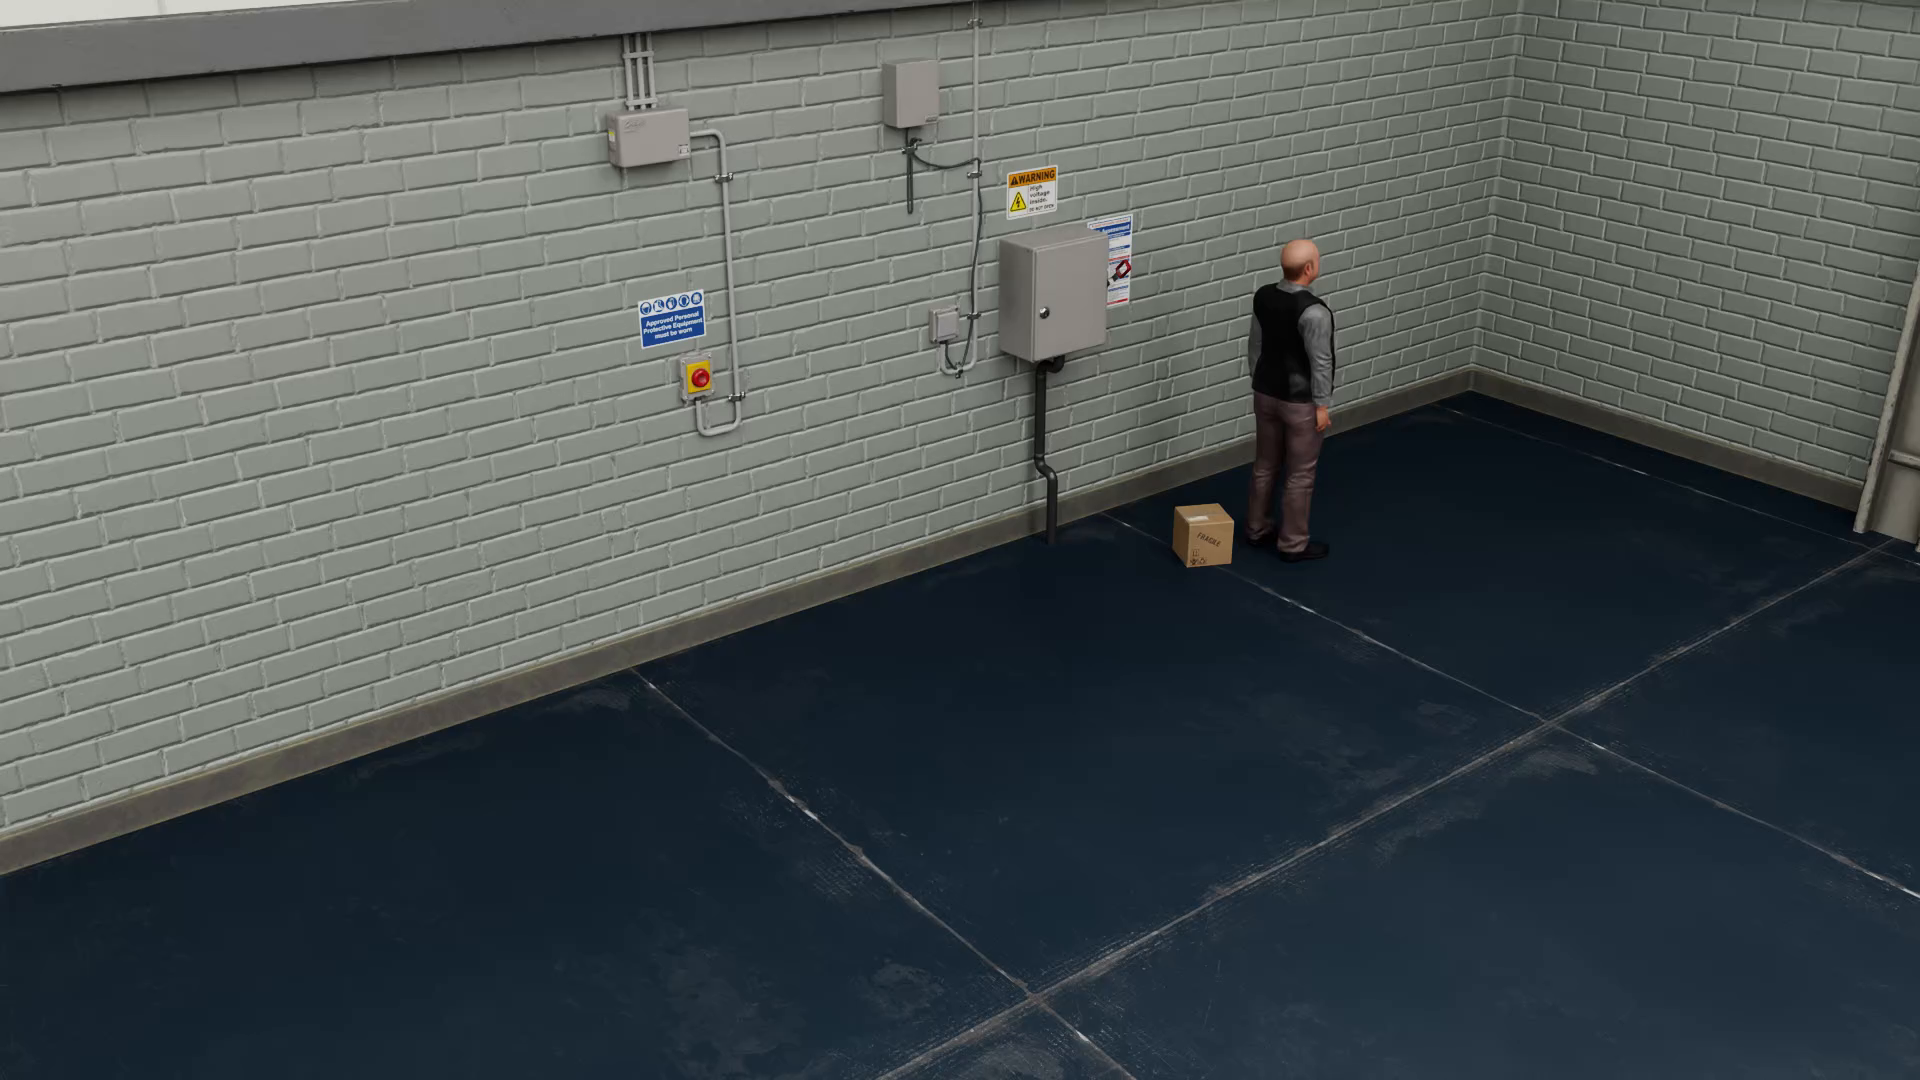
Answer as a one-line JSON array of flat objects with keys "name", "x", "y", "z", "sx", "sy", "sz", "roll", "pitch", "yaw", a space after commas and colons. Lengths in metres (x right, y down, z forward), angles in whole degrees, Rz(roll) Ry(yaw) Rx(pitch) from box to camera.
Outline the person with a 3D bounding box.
[{"name": "person", "x": 1.751, "y": -0.738, "z": 8.744, "sx": 0.369, "sy": 1.724, "sz": 0.532, "roll": -17, "pitch": 29, "yaw": -32}]
